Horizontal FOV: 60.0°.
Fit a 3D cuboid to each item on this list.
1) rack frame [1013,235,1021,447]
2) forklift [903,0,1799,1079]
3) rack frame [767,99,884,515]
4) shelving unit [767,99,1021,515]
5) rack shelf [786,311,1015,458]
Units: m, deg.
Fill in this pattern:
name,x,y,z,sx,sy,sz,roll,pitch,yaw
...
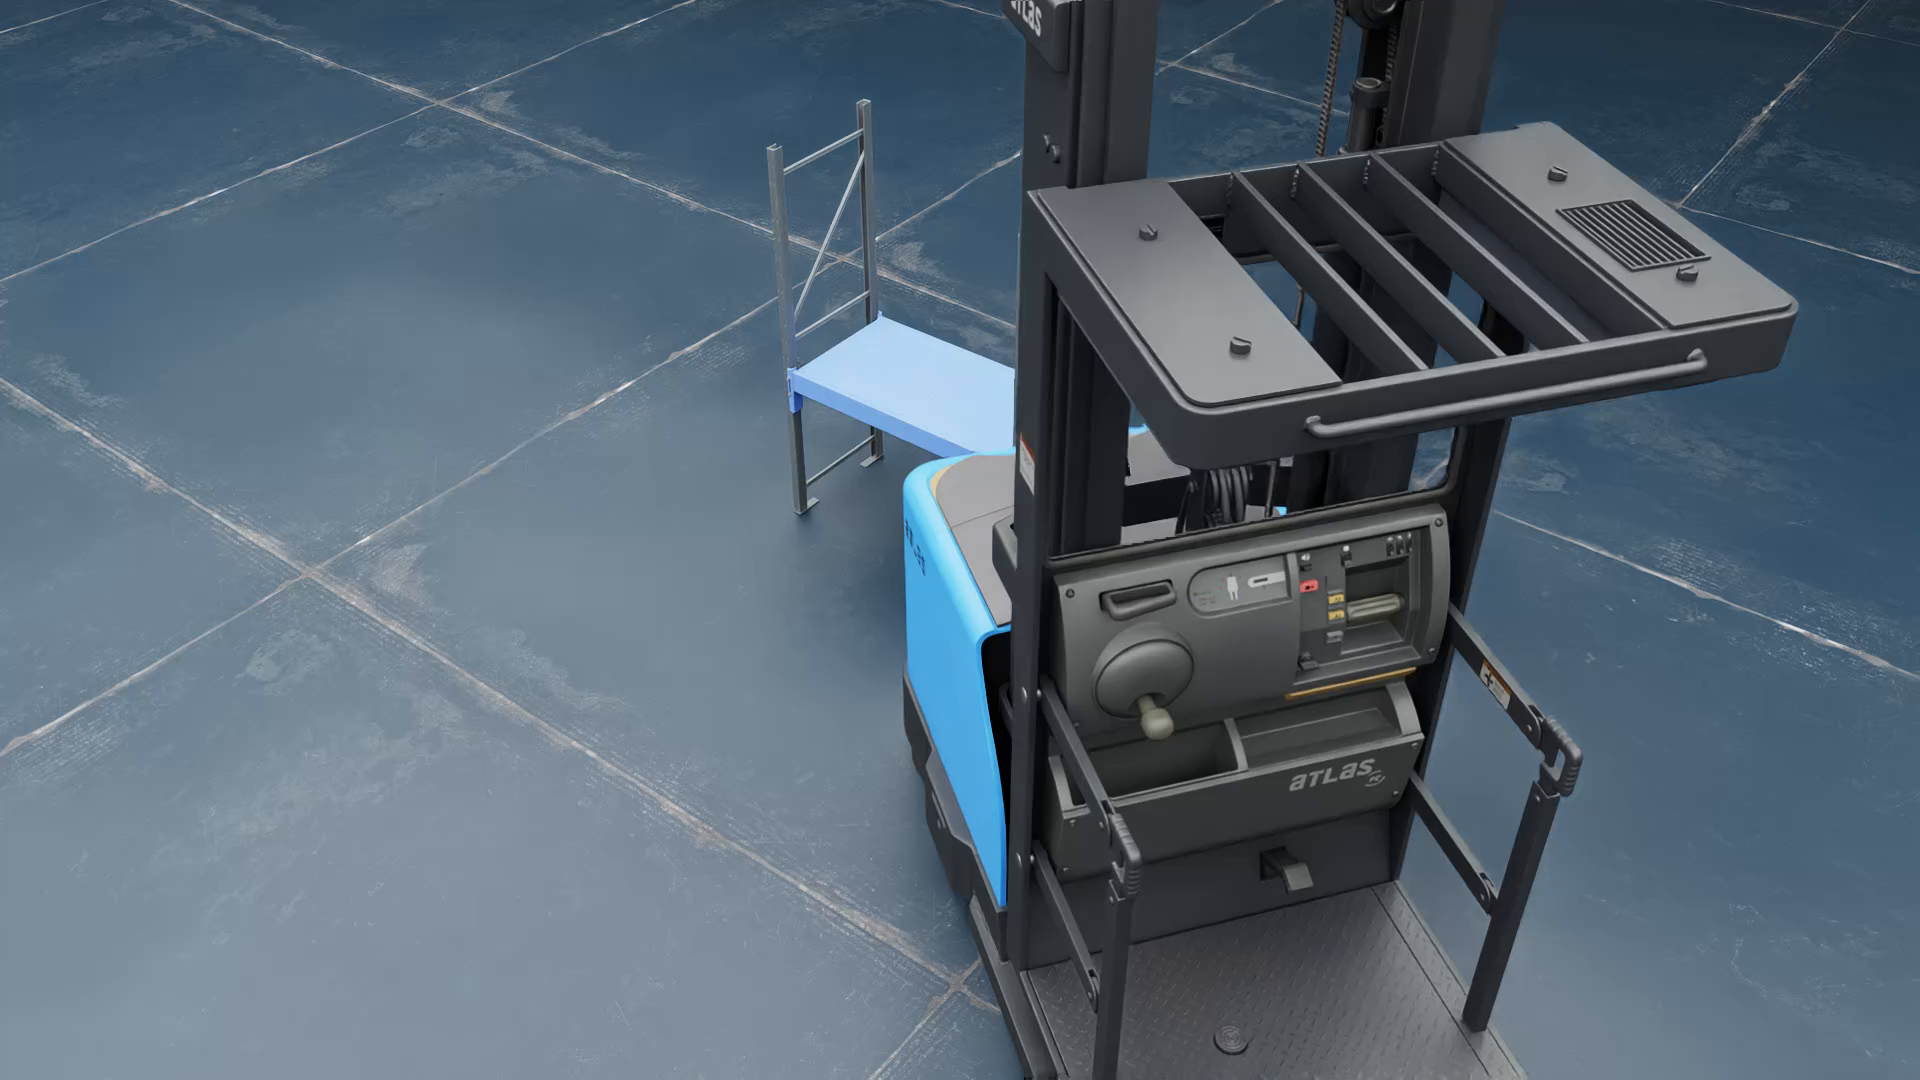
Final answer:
name,x,y,z,sx,sy,sz,roll,pitch,yaw
rack frame,0.336,-0.432,5.585,0.032,1.500,0.500,25,45,29
forklift,0.727,0.260,3.541,1.130,2.935,3.031,-10,39,-13
rack frame,-0.472,-0.813,6.072,0.032,1.500,0.500,25,45,29
shelving unit,-0.068,-0.622,5.828,1.048,1.500,0.538,25,45,29
rack shelf,-0.068,-0.481,5.939,1.000,0.185,0.538,25,45,29
